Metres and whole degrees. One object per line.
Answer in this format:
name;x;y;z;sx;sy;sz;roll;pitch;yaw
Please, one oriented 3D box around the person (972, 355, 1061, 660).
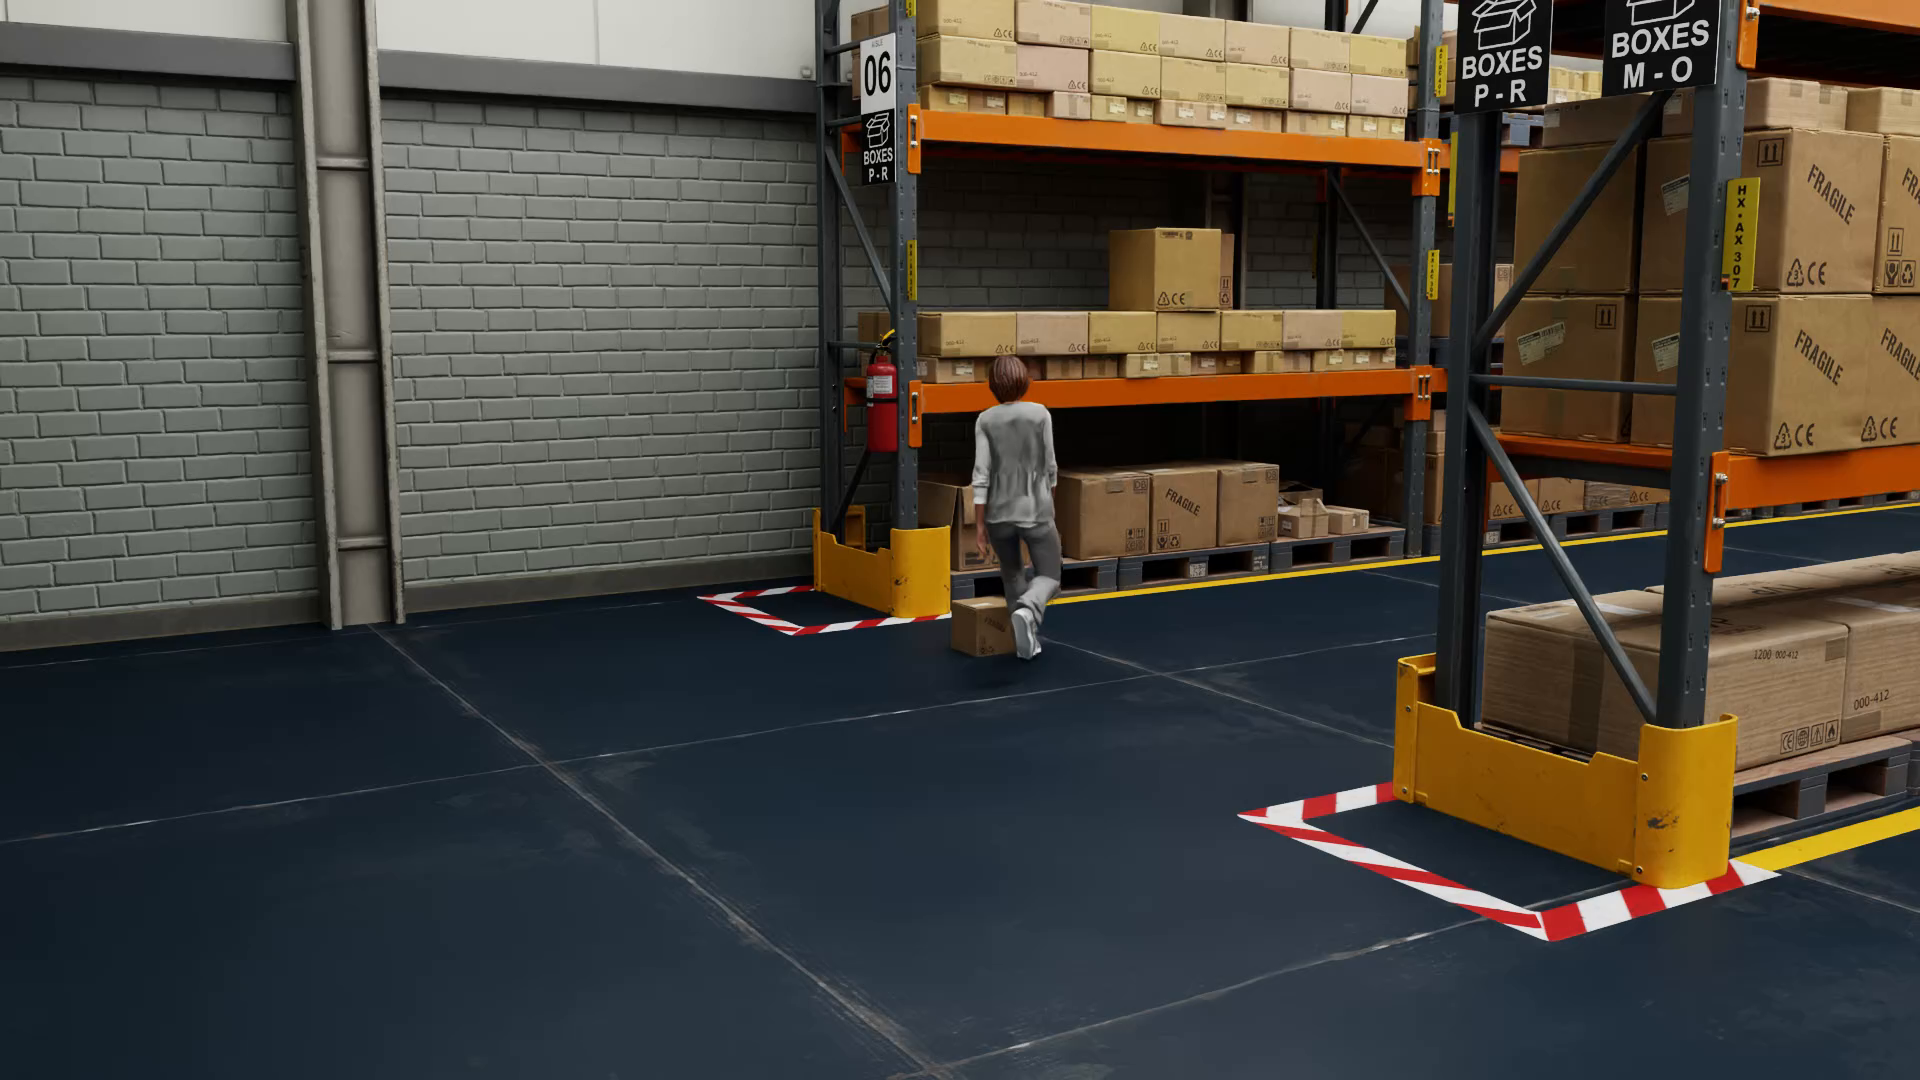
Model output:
person;0.274;-0.127;7.986;0.422;1.512;0.799;1;8;5
